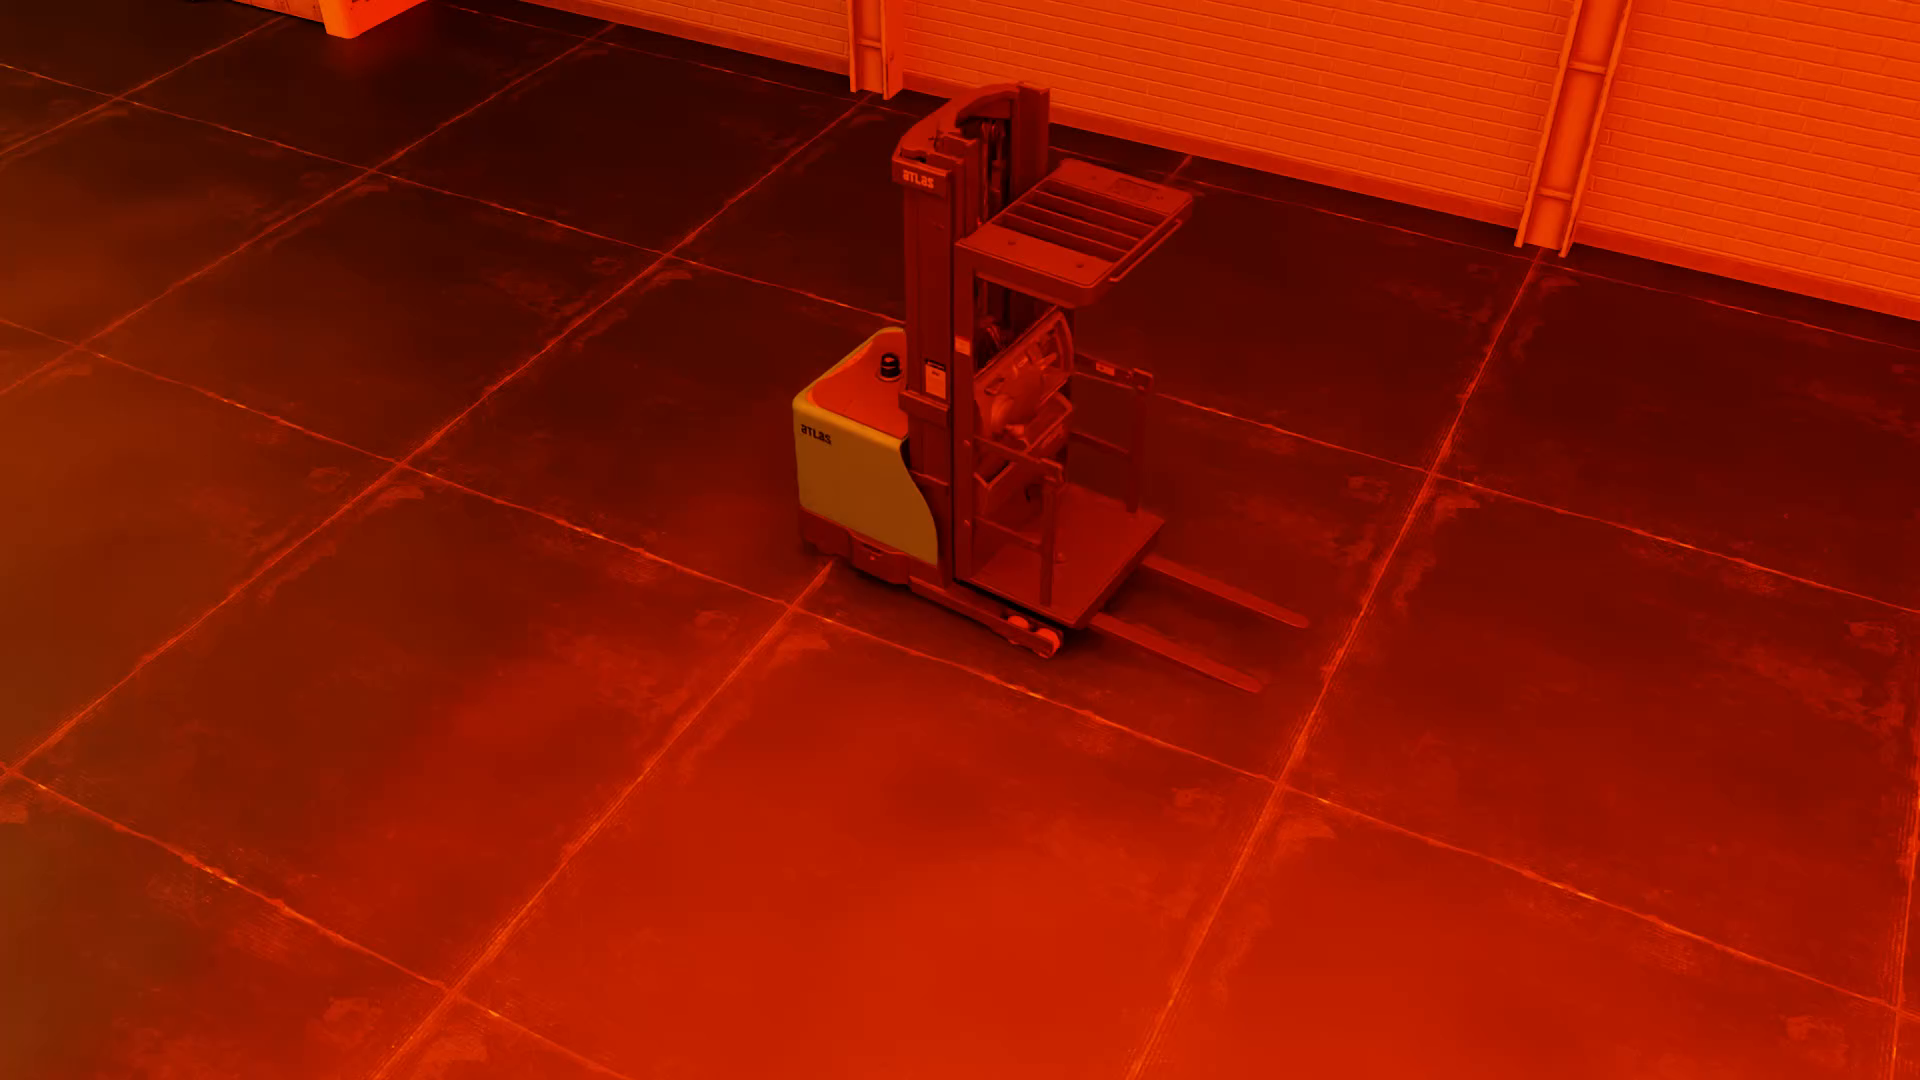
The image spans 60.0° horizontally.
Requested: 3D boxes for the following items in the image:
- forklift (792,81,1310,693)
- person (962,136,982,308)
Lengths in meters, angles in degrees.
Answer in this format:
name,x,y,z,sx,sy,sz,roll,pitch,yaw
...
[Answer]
name,x,y,z,sx,sy,sz,roll,pitch,yaw
forklift,0.526,-0.845,8.990,3.031,2.935,1.130,23,45,25
person,0.009,-2.158,11.742,0.668,1.441,0.715,-28,47,-29
